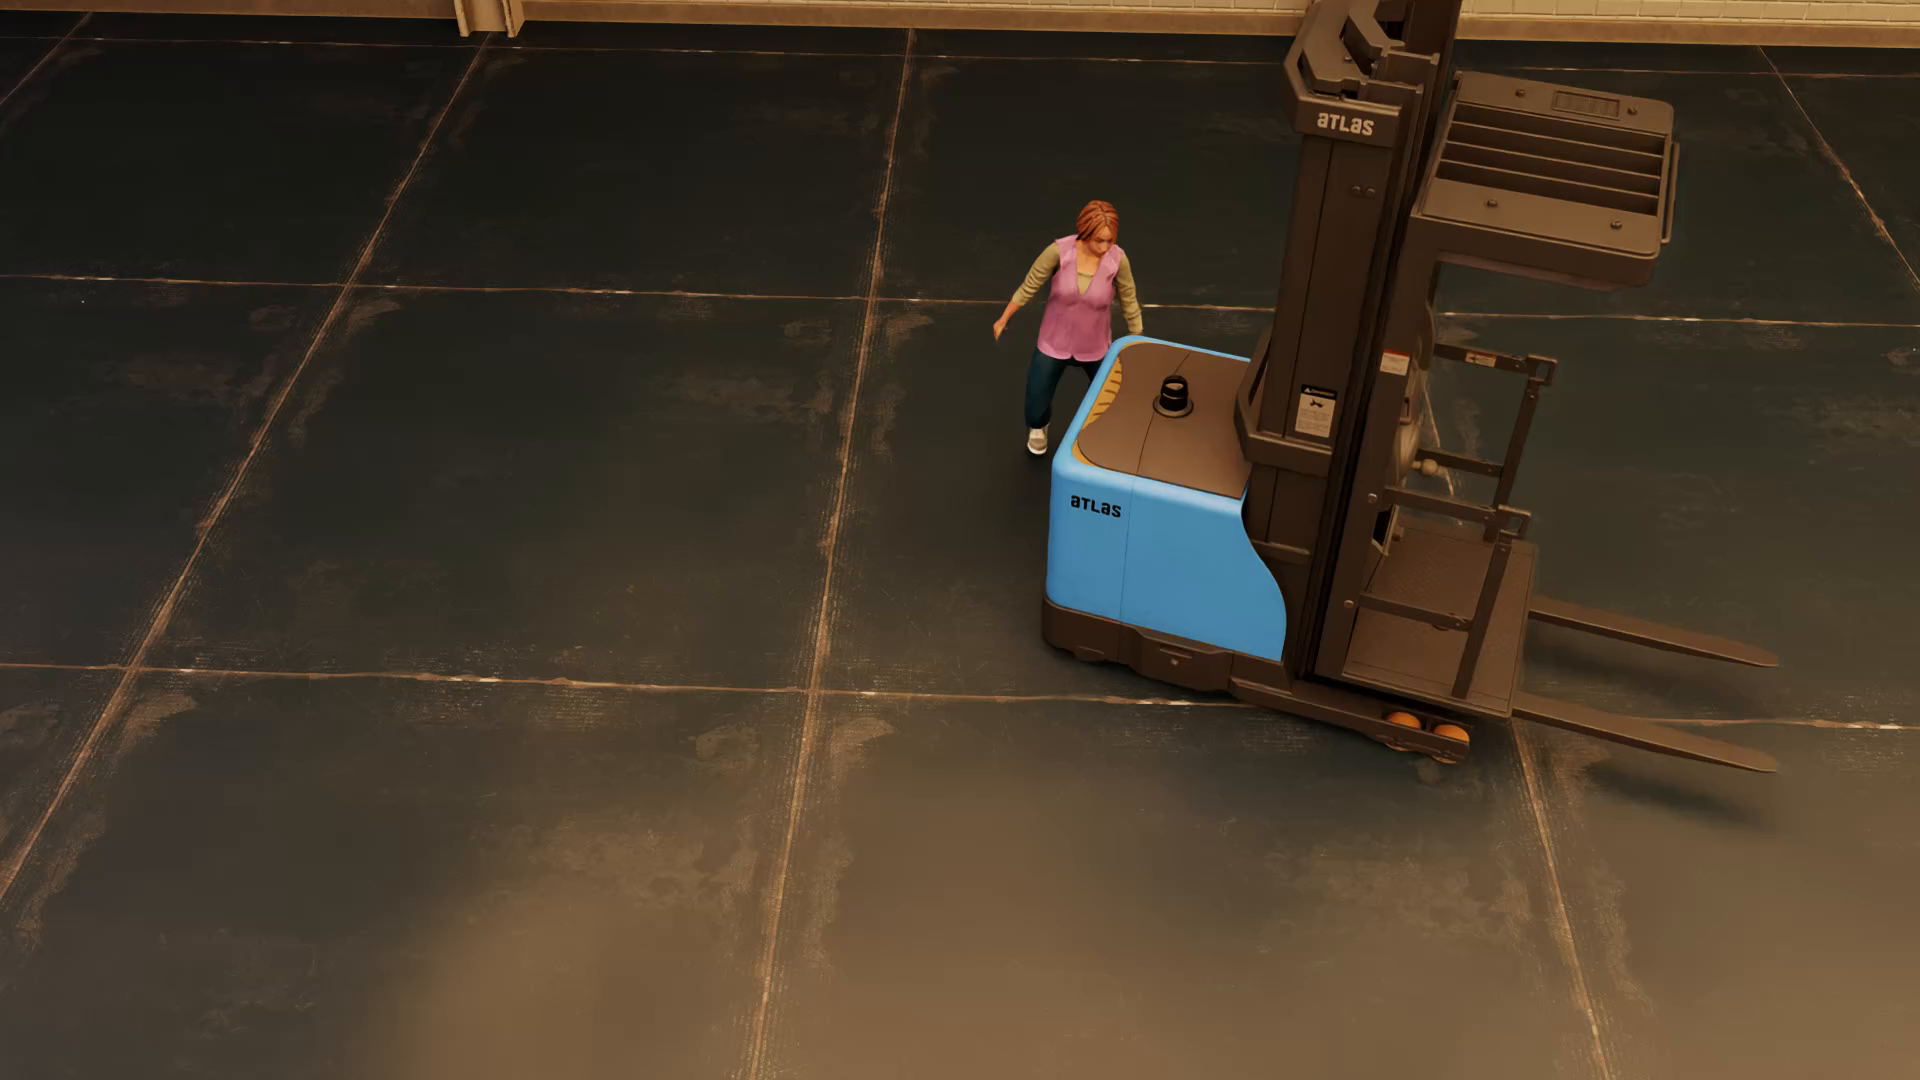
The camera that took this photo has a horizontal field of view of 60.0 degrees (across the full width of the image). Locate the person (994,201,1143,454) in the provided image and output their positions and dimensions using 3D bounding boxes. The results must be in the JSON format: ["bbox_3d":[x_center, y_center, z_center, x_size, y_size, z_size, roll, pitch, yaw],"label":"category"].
[{"bbox_3d":[0.525,-0.961,7.850,0.745,1.523,0.446,5,43,5],"label":"person"}]

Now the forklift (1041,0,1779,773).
[{"bbox_3d":[1.930,-0.564,6.360,3.031,2.935,1.130,14,44,15],"label":"forklift"}]
